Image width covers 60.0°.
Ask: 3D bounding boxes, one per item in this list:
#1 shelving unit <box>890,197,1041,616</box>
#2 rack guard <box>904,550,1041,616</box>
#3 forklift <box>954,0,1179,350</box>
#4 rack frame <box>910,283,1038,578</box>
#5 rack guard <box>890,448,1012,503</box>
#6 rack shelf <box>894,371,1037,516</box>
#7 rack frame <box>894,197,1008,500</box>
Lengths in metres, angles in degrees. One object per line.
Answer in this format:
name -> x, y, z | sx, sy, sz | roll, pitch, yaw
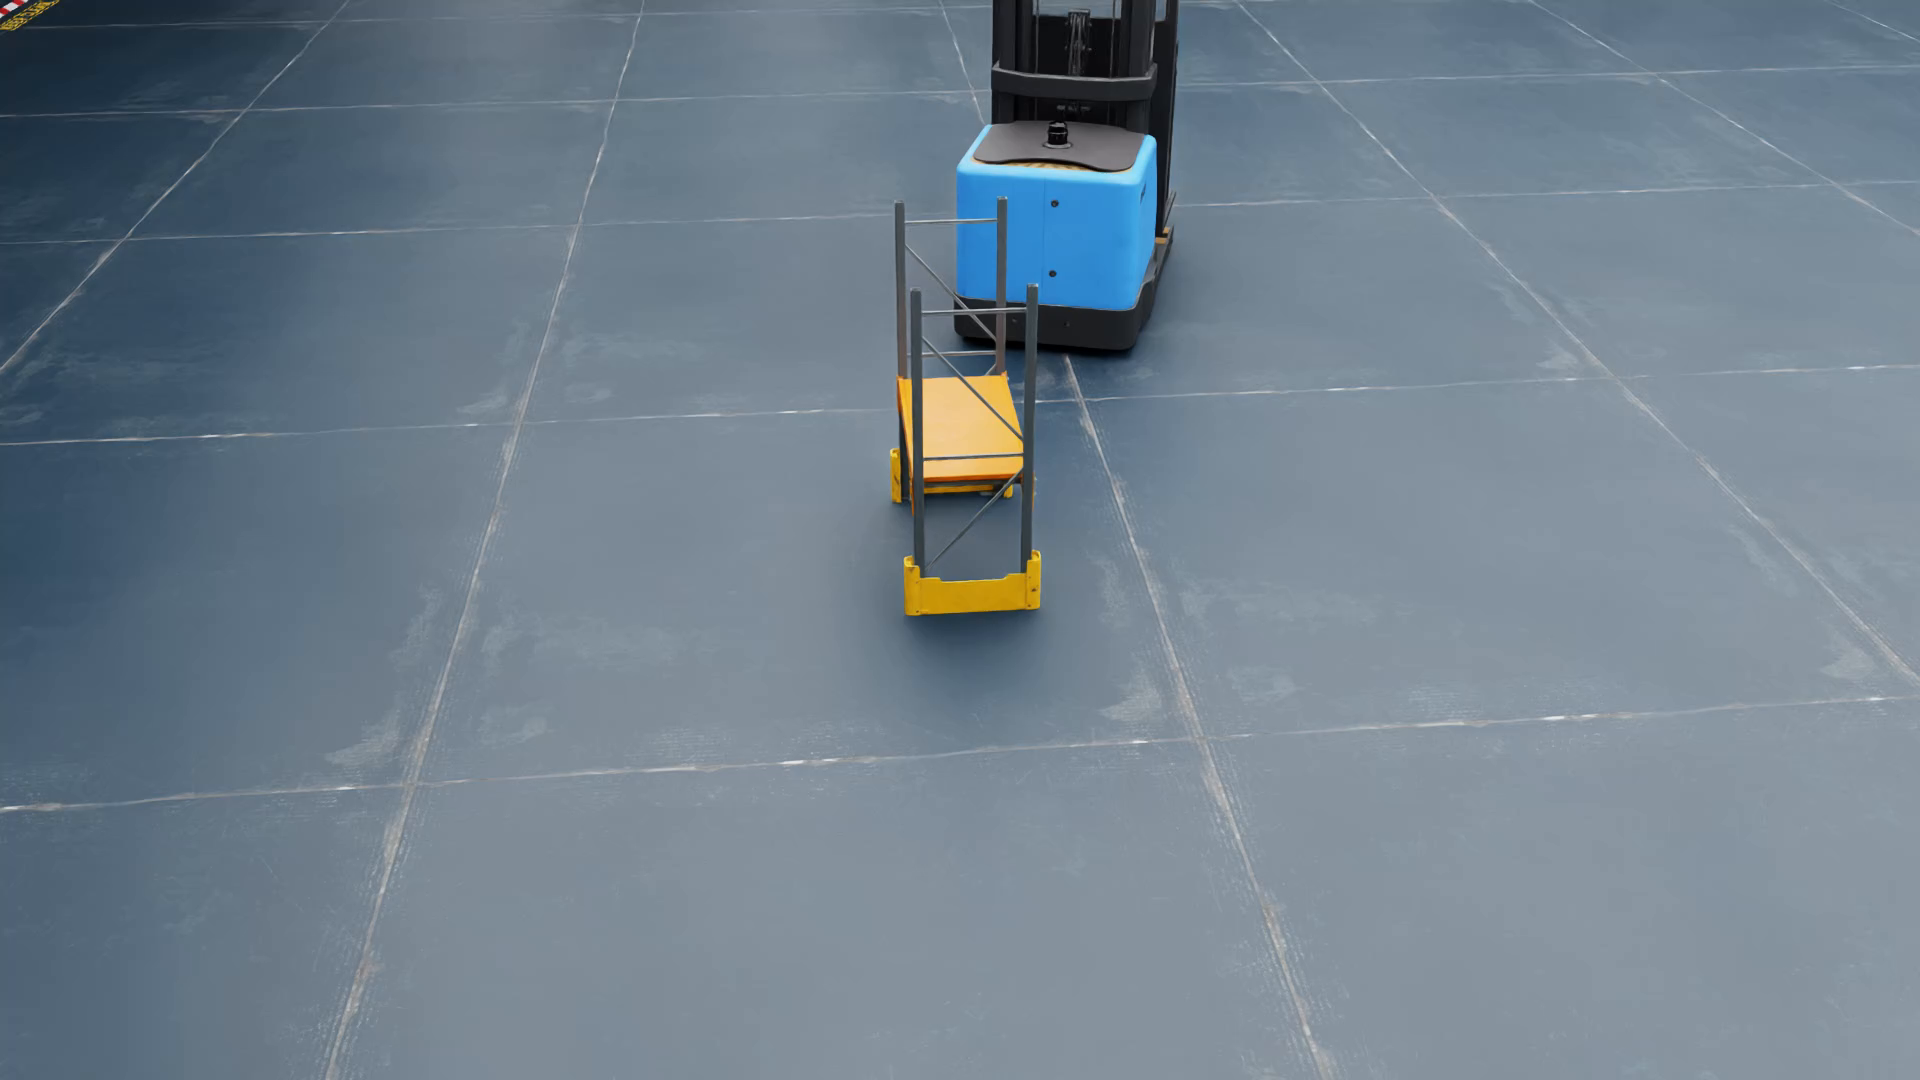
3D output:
shelving unit -> 0.007, -0.605, 7.300 | 0.587, 1.500, 1.083 | -3, 31, -5
rack guard -> 0.054, 0.186, 7.195 | 0.587, 0.250, 0.087 | -3, 31, -5
forklift -> 0.786, -3.076, 10.041 | 1.130, 2.935, 3.031 | 6, 31, 11
rack frame -> 0.055, -0.341, 6.858 | 0.500, 1.500, 0.032 | -3, 31, -5
rack guard -> -0.039, -0.323, 8.046 | 0.587, 0.250, 0.087 | -3, 31, -5
rack shelf -> 0.008, -0.446, 7.385 | 0.538, 0.185, 1.000 | -3, 31, -5
rack frame -> -0.040, -0.860, 7.727 | 0.500, 1.500, 0.032 | -3, 31, -5
